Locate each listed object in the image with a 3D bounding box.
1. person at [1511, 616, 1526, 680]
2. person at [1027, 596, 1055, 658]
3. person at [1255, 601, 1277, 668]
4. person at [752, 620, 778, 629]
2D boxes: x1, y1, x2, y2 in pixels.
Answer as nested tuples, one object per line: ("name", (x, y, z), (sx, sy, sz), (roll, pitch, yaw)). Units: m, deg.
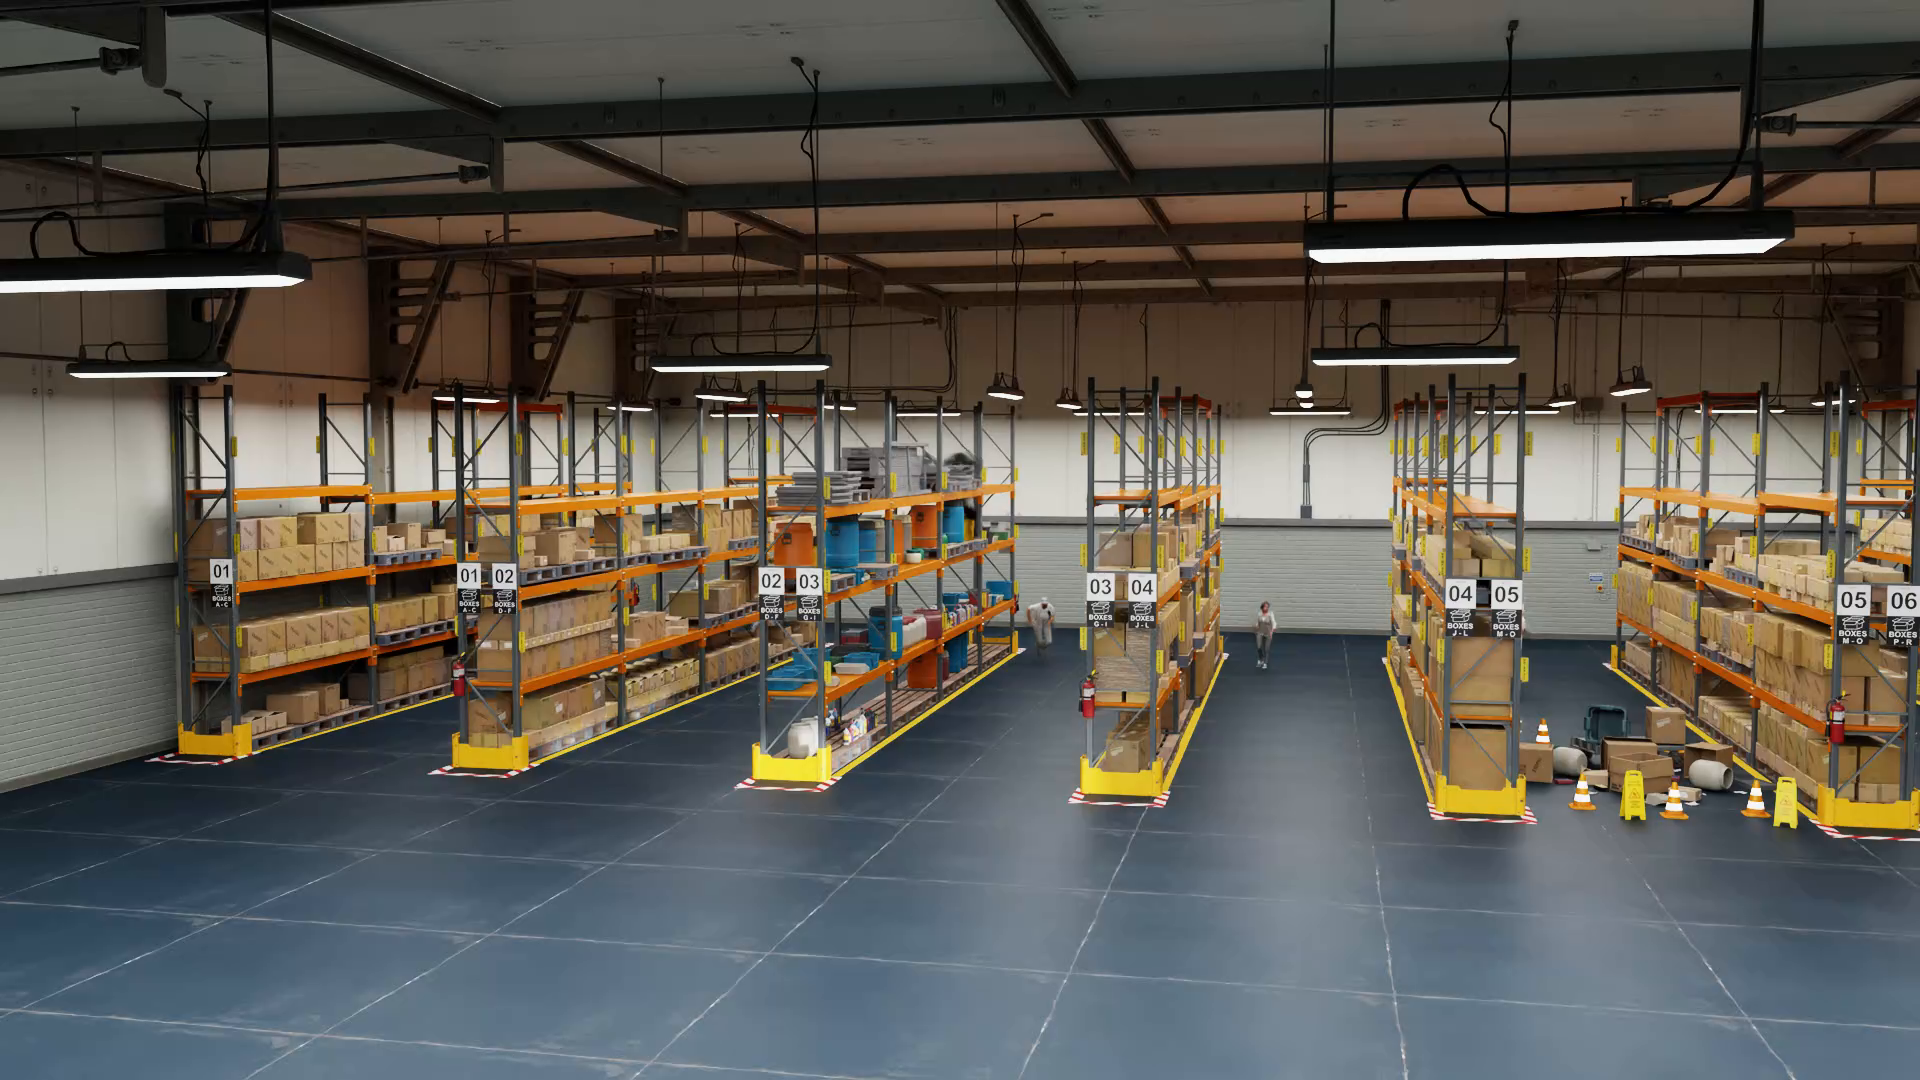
("person", (11.587, 2.151, 35.022), (0.687, 1.767, 0.927), (0, 3, 3))
("person", (1.845, 1.995, 37.899), (0.625, 1.465, 0.812), (-1, 3, -9))
("person", (6.833, 2.134, 37.248), (0.524, 1.543, 0.756), (1, 3, 16))
("person", (-4.955, 1.700, 43.335), (1.066, 1.676, 0.690), (1, 3, 19))
